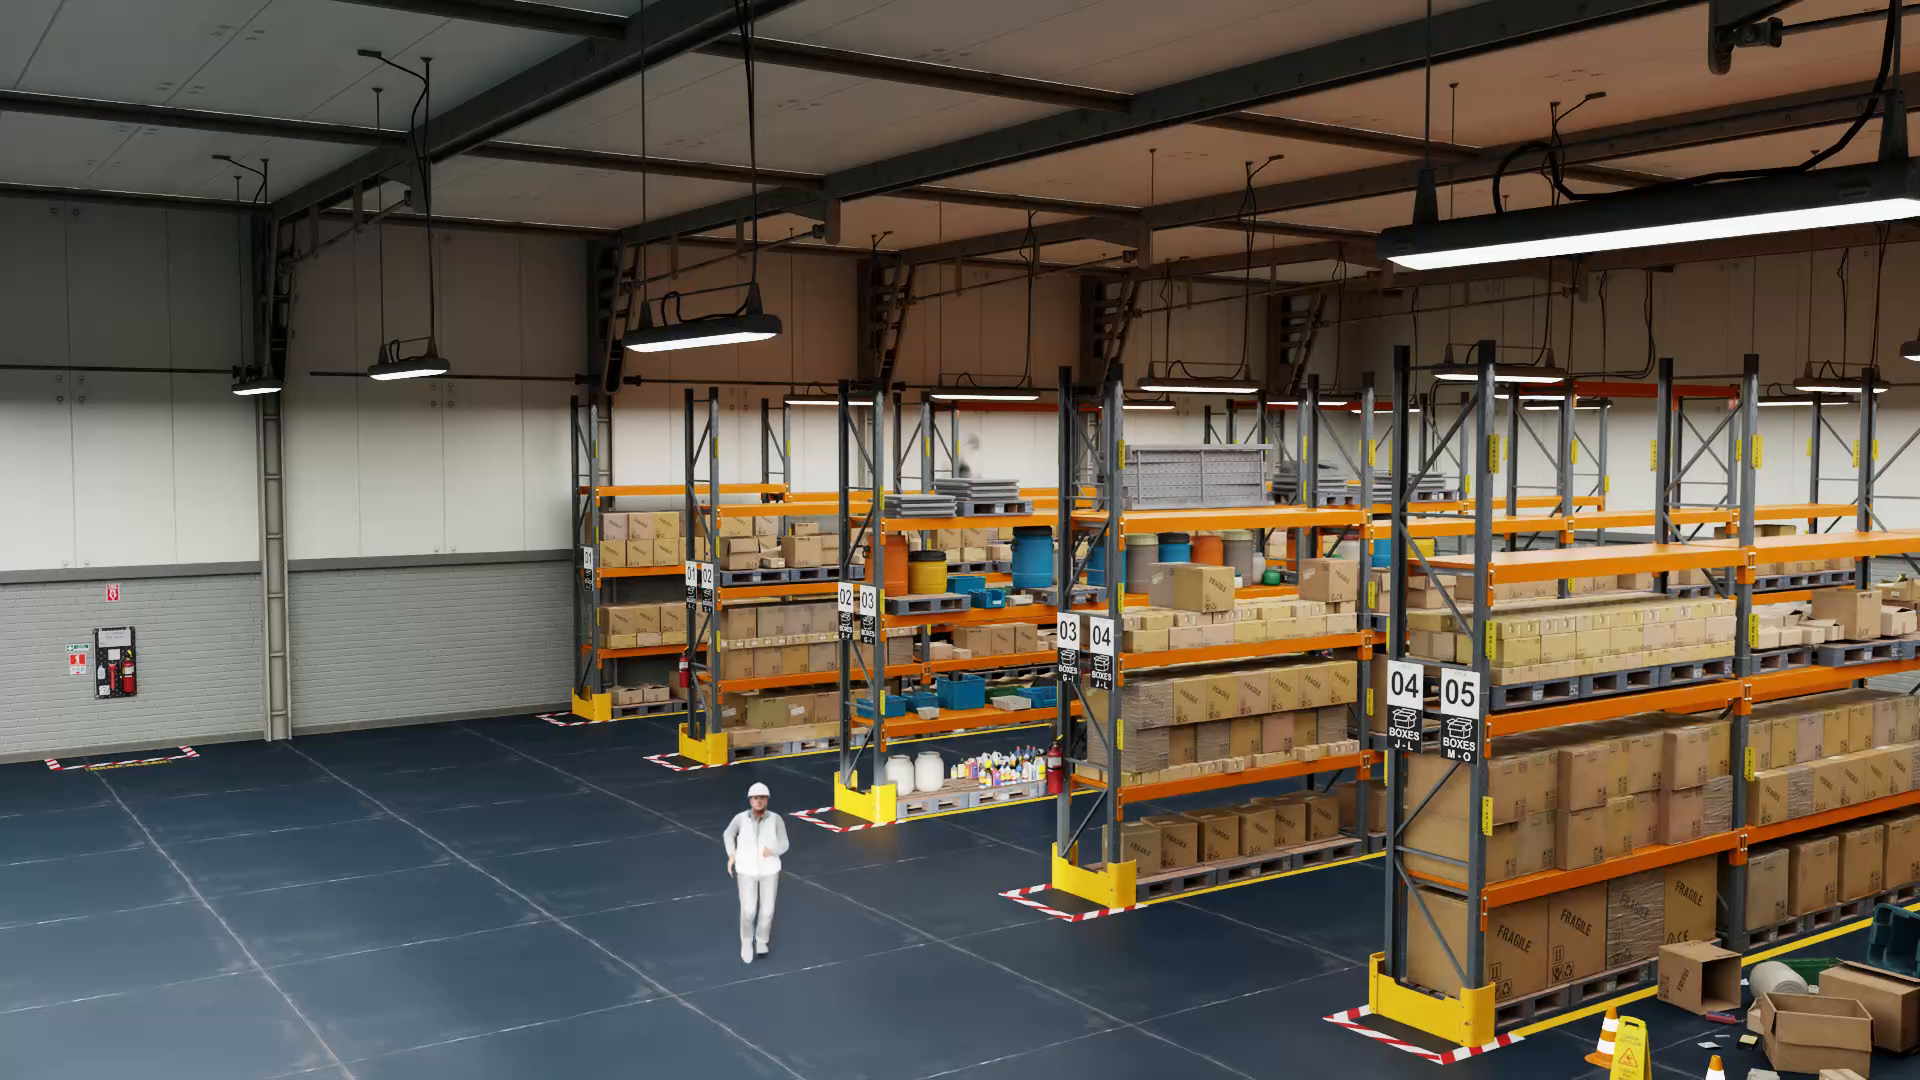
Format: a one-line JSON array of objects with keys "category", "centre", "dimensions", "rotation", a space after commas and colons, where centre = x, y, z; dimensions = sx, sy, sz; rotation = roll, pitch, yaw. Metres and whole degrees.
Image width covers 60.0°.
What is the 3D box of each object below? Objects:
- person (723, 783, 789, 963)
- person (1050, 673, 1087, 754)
[{"category": "person", "centre": [-2.004, 3.291, 16.444], "dimensions": [0.629, 1.771, 0.693], "rotation": [-1, 4, -12]}, {"category": "person", "centre": [1.738, 2.691, 26.864], "dimensions": [0.915, 1.697, 0.667], "rotation": [-2, 4, -33]}]
